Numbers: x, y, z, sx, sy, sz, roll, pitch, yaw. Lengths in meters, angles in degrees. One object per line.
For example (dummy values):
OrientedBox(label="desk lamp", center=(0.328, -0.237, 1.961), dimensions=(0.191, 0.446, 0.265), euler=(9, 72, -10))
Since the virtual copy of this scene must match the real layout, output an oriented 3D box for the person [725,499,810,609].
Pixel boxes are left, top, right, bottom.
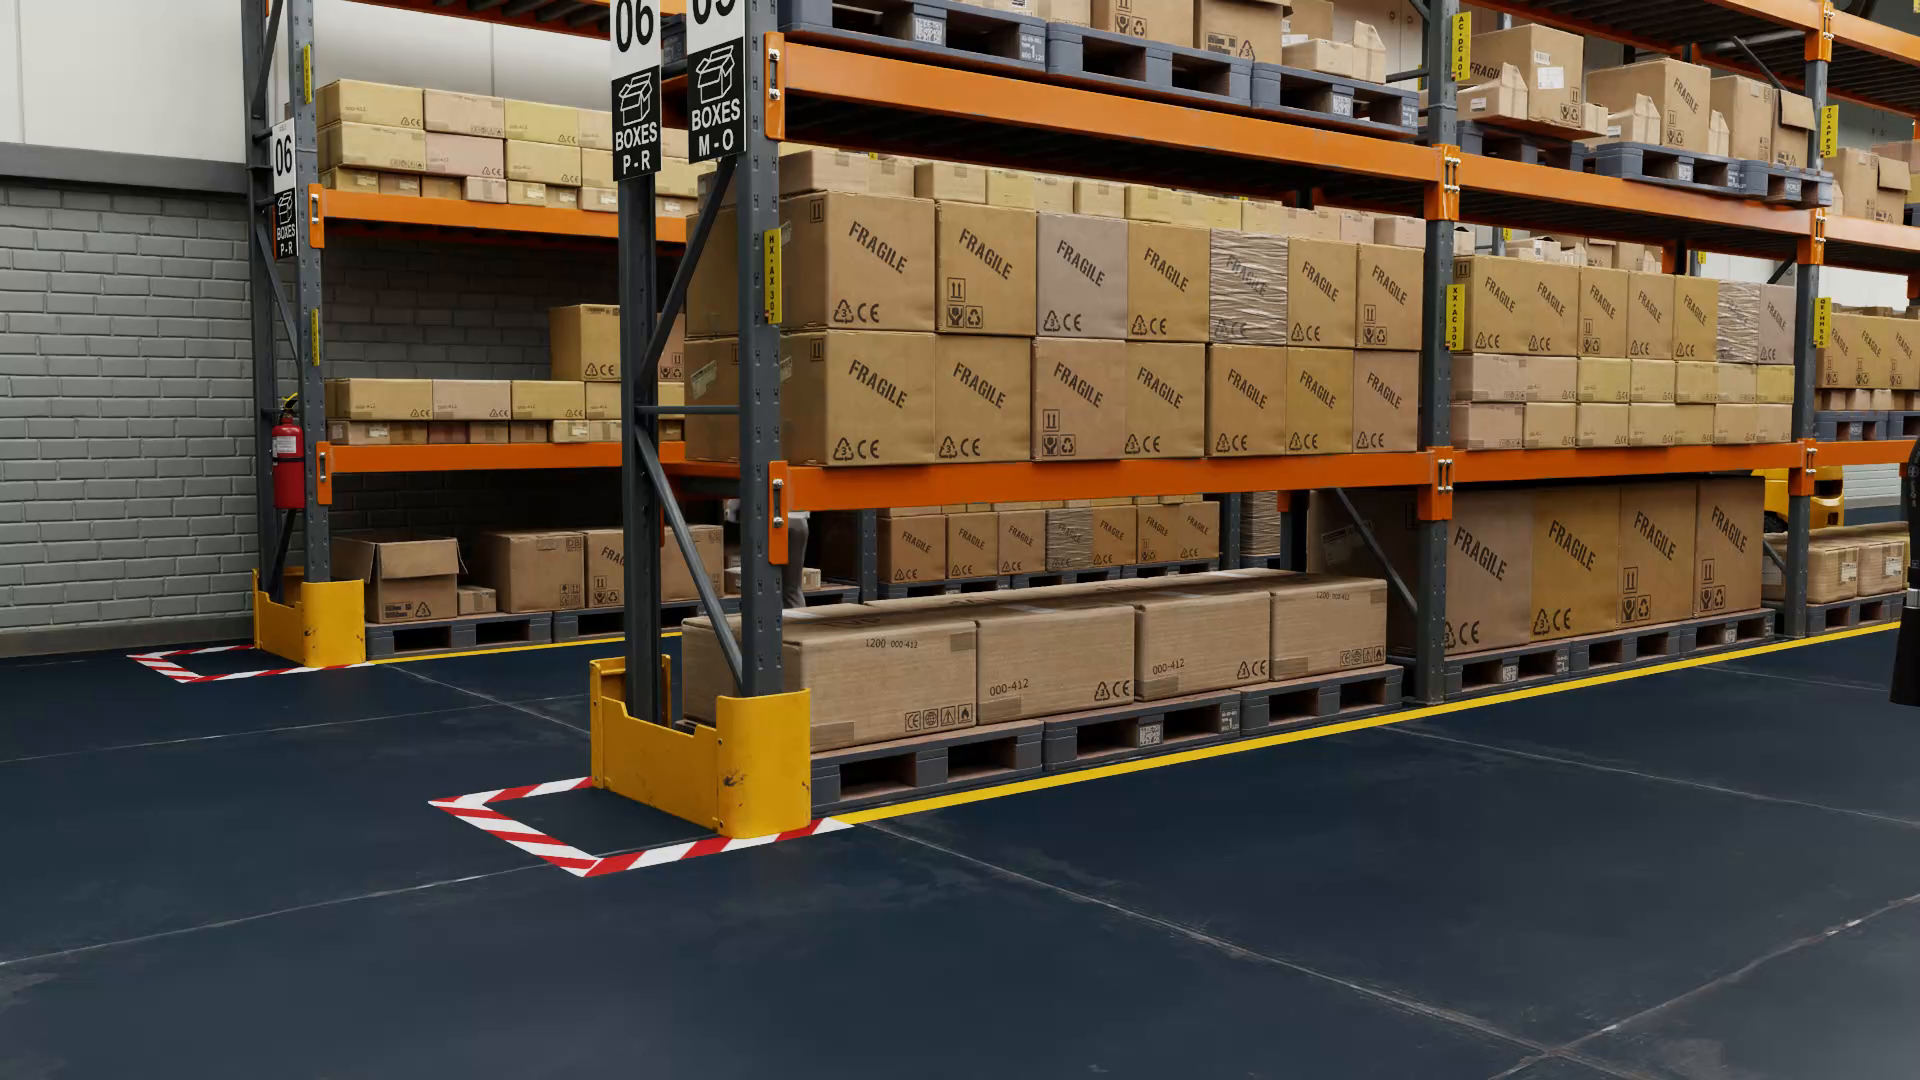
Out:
OrientedBox(label="person", center=(-1.086, -0.072, 9.520), dimensions=(0.459, 1.686, 0.563), euler=(-3, 6, -38))
